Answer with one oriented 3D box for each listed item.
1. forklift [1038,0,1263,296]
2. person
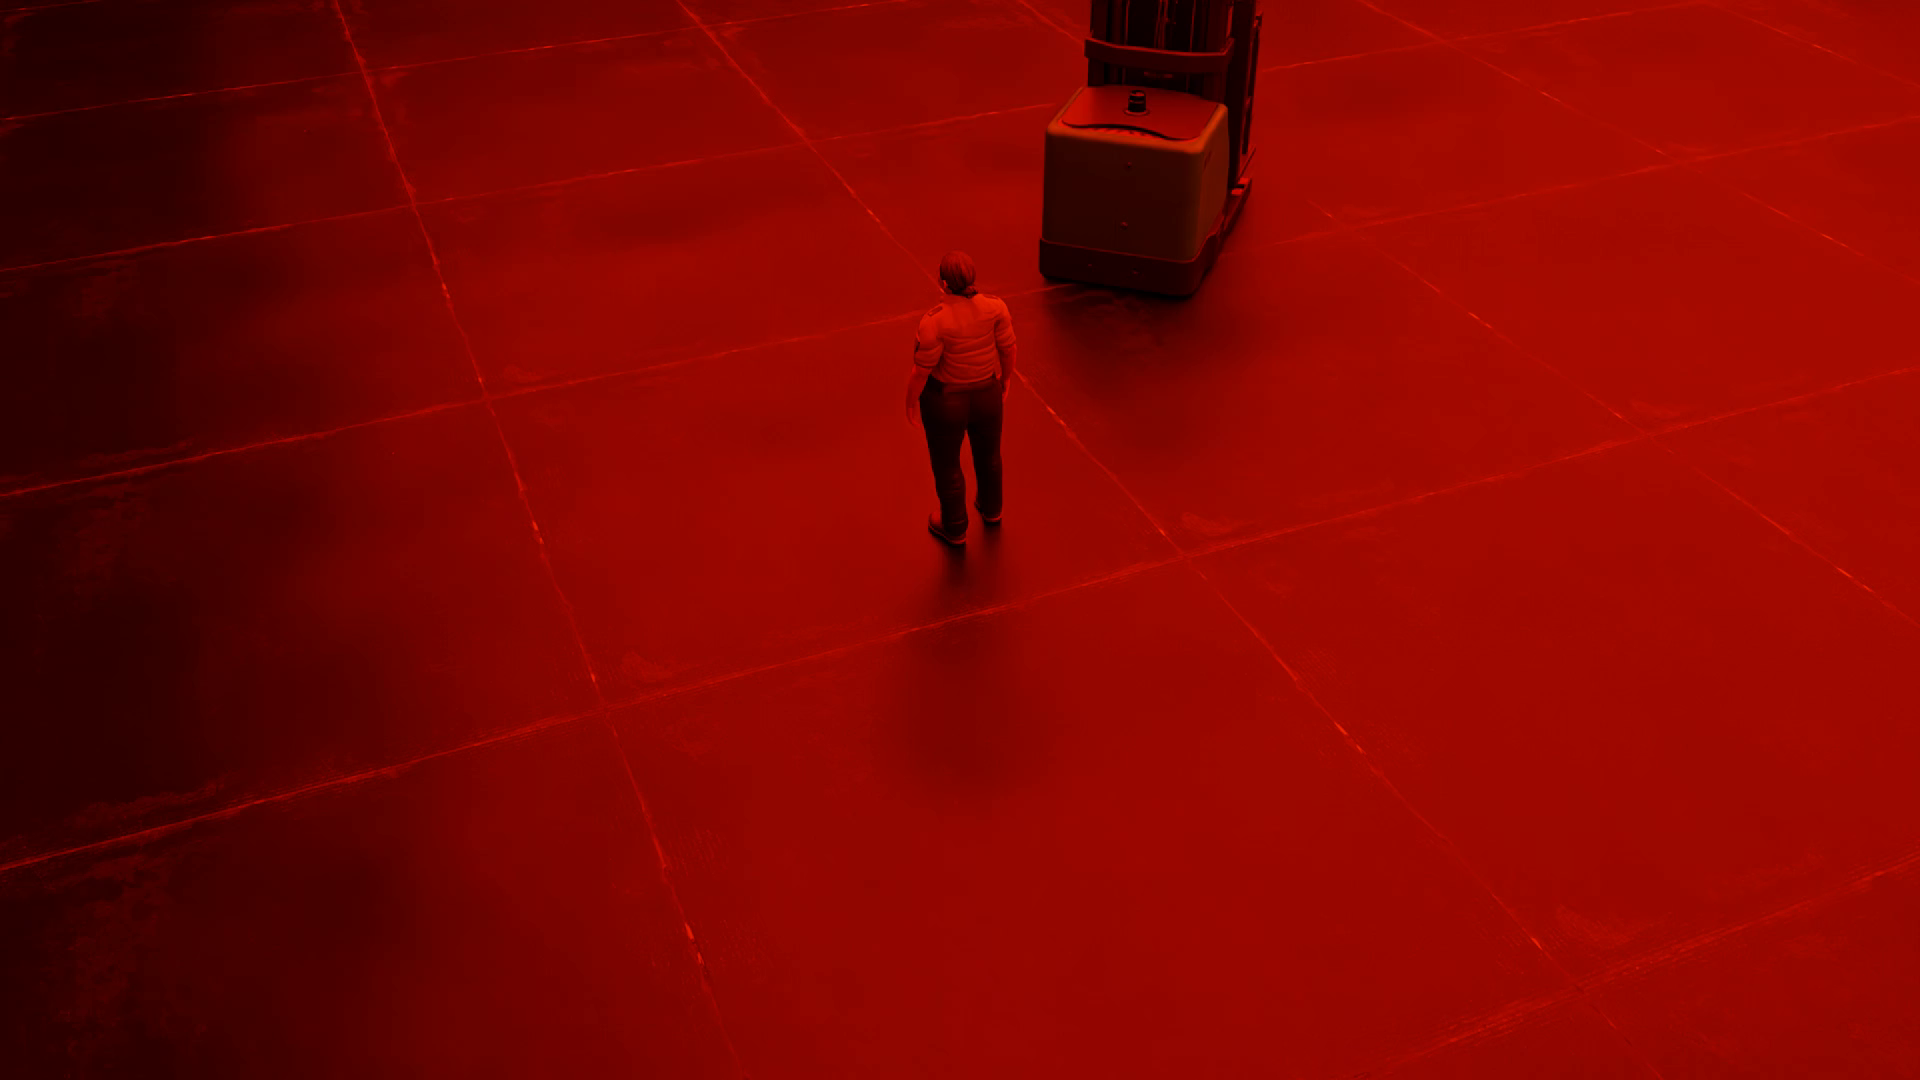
[{"bbox_3d":[1.485,-3.620,11.189,1.130,2.935,3.031,11,37,16],"label":"forklift"},{"bbox_3d":[-0.014,-0.727,8.223,0.598,1.640,0.503,-14,38,-19],"label":"person"}]
